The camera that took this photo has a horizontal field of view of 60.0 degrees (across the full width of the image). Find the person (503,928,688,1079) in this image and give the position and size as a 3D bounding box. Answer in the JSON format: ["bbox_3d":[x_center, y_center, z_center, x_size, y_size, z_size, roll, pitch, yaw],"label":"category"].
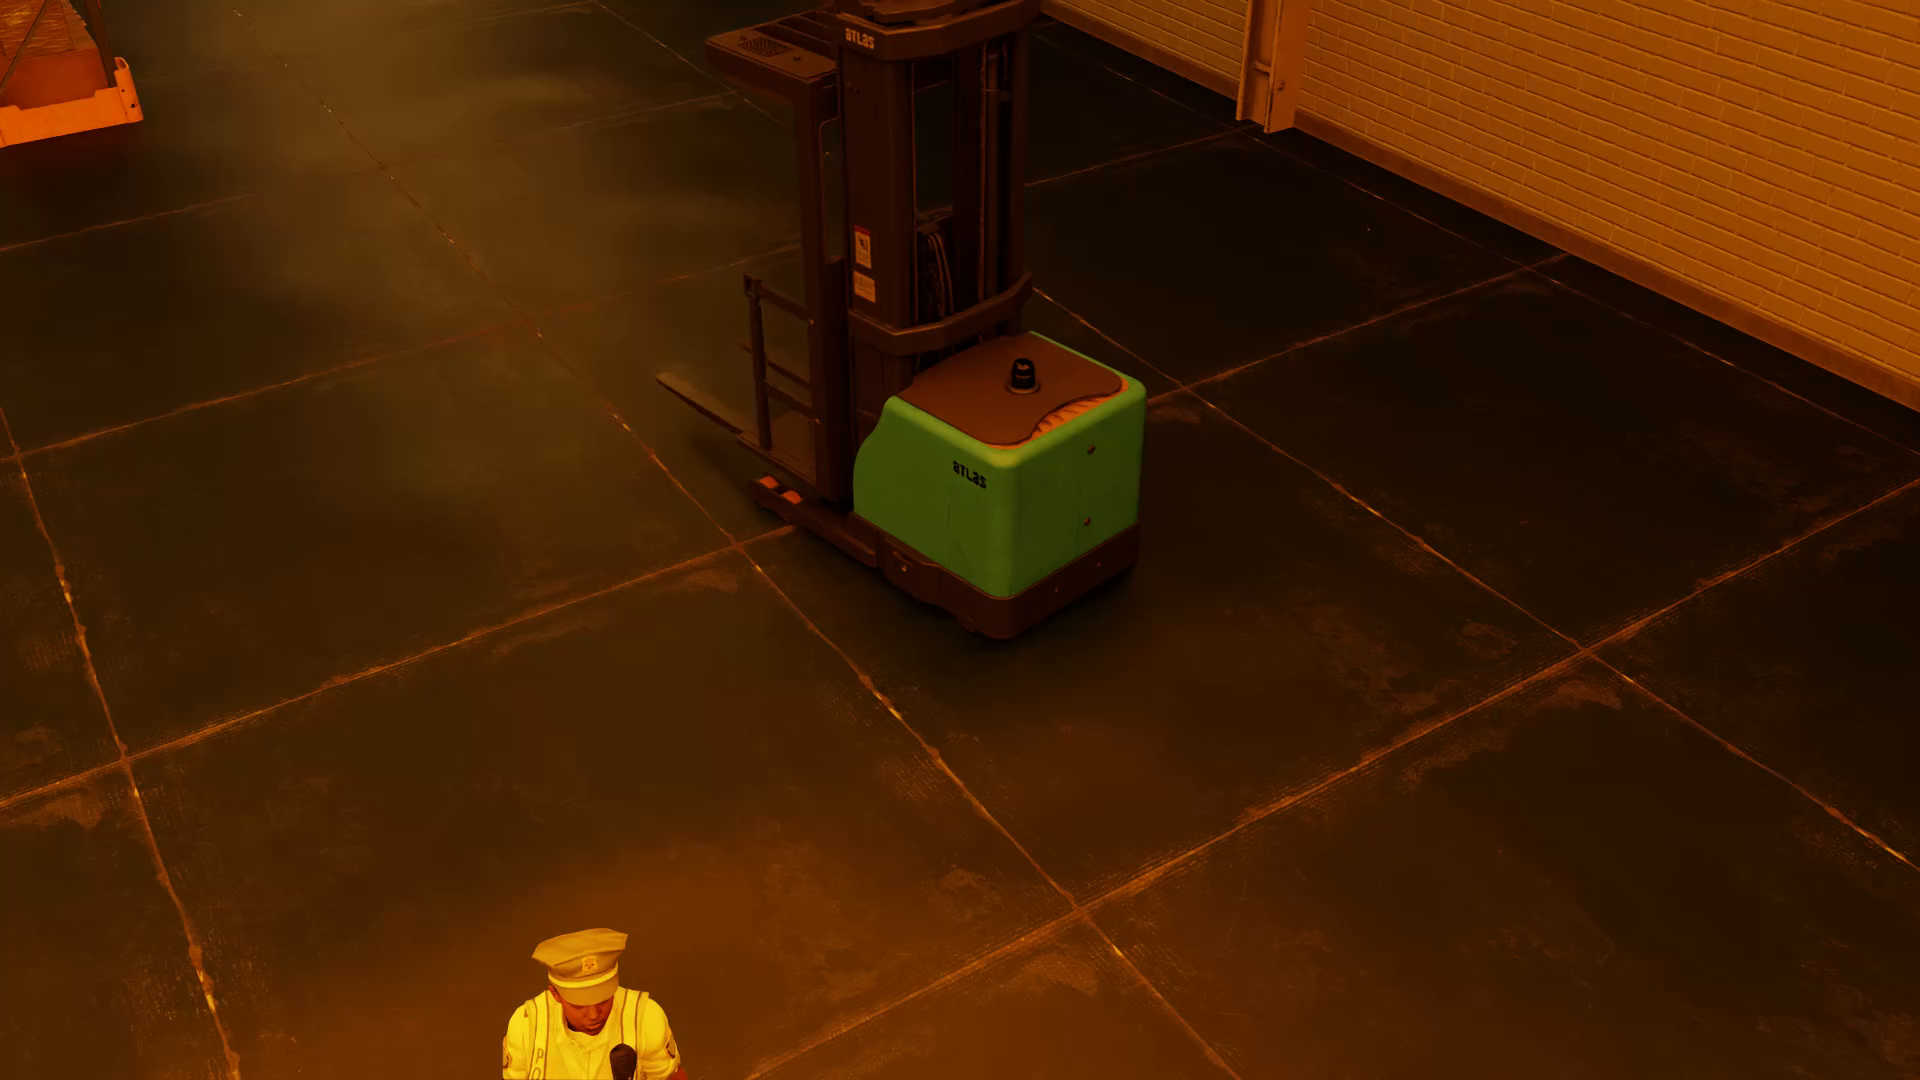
[{"bbox_3d":[-1.018,1.786,4.668,0.569,1.695,0.530,-6,36,-9],"label":"person"}]

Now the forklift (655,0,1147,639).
[{"bbox_3d":[-0.482,-1.477,8.250,1.130,2.935,3.031,-29,44,-35],"label":"forklift"}]
